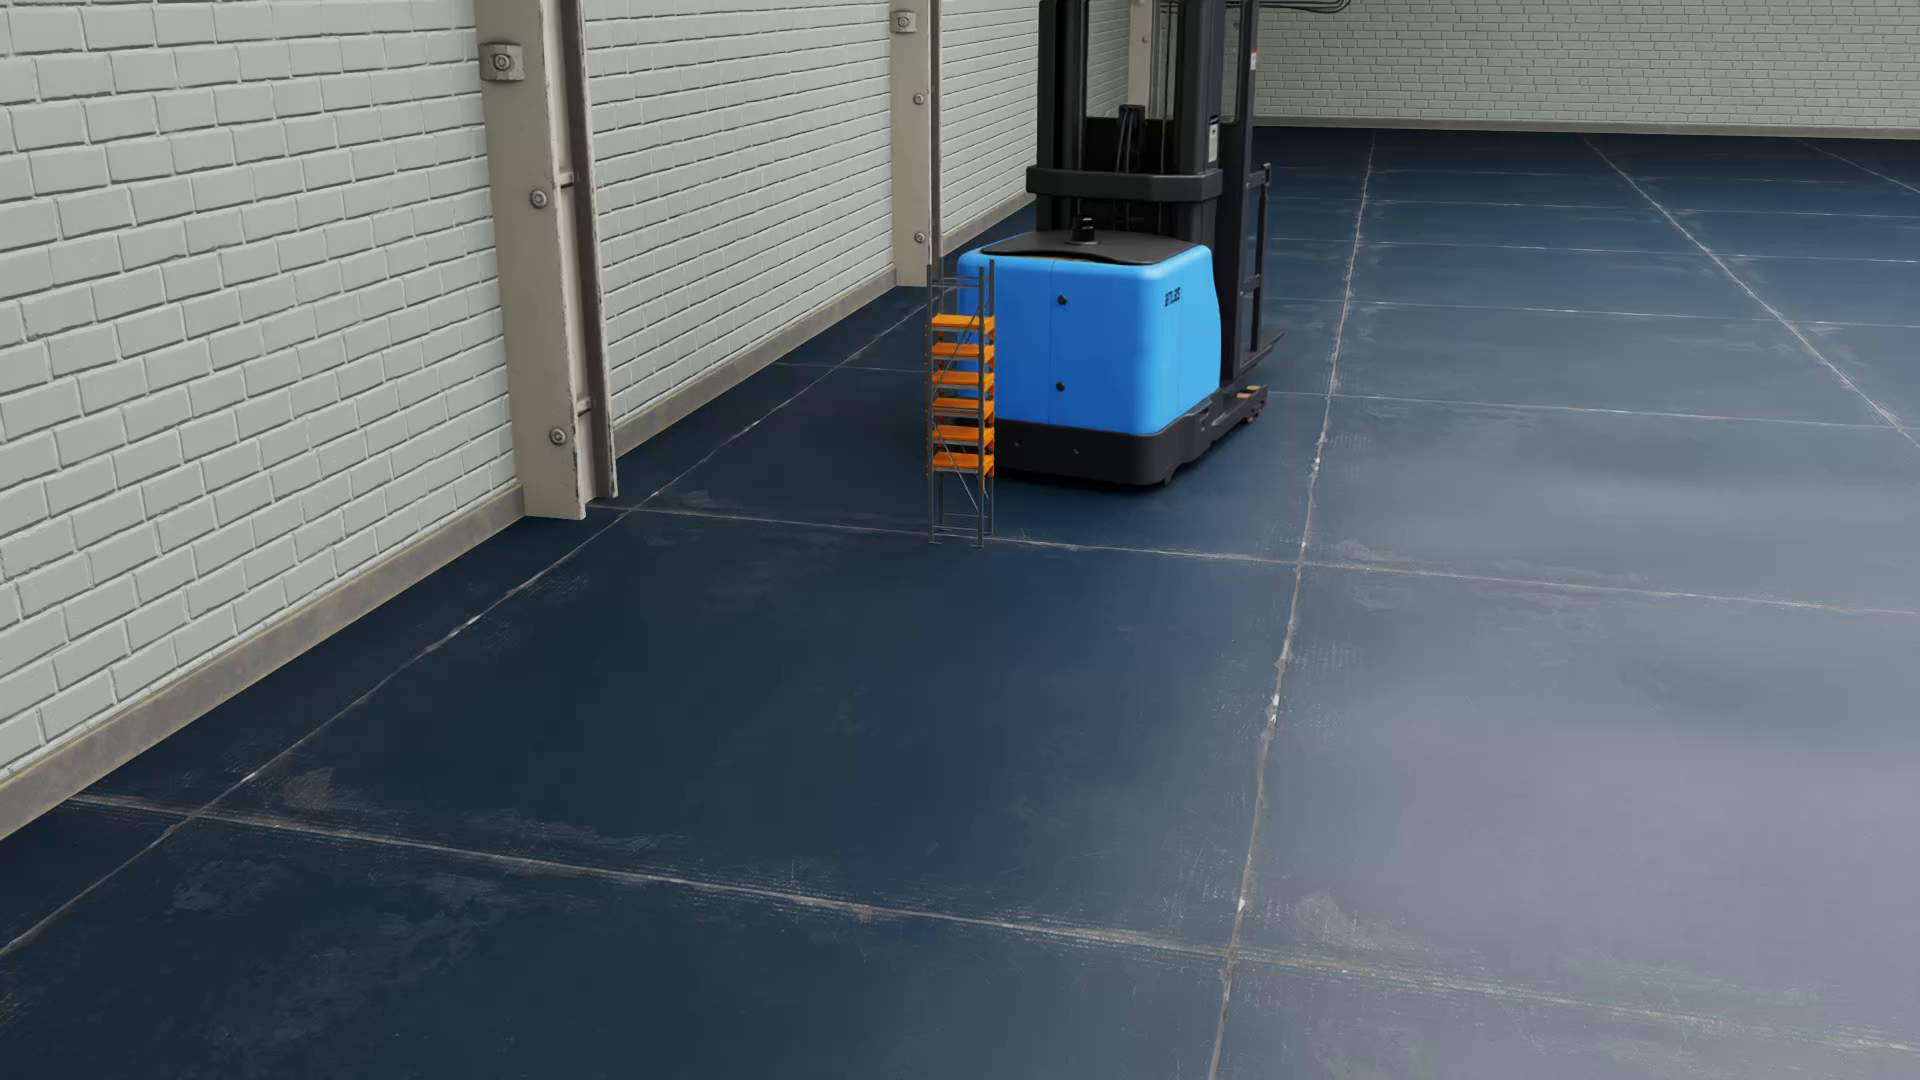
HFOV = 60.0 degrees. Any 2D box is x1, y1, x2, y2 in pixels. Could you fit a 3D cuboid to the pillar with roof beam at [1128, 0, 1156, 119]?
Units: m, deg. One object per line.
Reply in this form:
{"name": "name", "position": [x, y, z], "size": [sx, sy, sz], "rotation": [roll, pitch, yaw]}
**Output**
{"name": "pillar with roof beam", "position": [6.771, -9.724, 21.735], "size": [9.100, 9.000, 0.400], "rotation": [5, 19, 13]}

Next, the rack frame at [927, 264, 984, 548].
{"name": "rack frame", "position": [-0.019, -0.544, 6.923], "size": [0.240, 1.200, 0.006], "rotation": [5, 19, 13]}

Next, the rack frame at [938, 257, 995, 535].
{"name": "rack frame", "position": [0.026, -0.601, 7.091], "size": [0.240, 1.200, 0.006], "rotation": [5, 19, 13]}

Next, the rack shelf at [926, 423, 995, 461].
{"name": "rack shelf", "position": [0.004, -0.417, 7.060], "size": [0.258, 0.103, 0.180], "rotation": [5, 19, 13]}

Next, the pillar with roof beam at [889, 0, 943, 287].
{"name": "pillar with roof beam", "position": [3.839, -5.963, 10.723], "size": [9.100, 9.000, 0.400], "rotation": [5, 19, 13]}

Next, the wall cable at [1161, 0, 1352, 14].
{"name": "wall cable", "position": [4.599, -9.414, 25.630], "size": [3.097, 2.526, 0.112], "rotation": [5, 19, 13]}

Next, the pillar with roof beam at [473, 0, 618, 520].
{"name": "pillar with roof beam", "position": [2.373, -4.082, 5.218], "size": [9.100, 9.000, 0.400], "rotation": [5, 19, 13]}

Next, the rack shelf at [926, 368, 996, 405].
{"name": "rack shelf", "position": [0.004, -0.644, 6.982], "size": [0.258, 0.103, 0.180], "rotation": [5, 19, 13]}

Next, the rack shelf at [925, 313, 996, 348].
{"name": "rack shelf", "position": [0.004, -0.871, 6.905], "size": [0.258, 0.103, 0.180], "rotation": [5, 19, 13]}

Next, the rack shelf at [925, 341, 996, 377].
{"name": "rack shelf", "position": [0.004, -0.757, 6.944], "size": [0.258, 0.103, 0.180], "rotation": [5, 19, 13]}

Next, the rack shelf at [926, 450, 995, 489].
{"name": "rack shelf", "position": [0.004, -0.303, 7.099], "size": [0.258, 0.103, 0.180], "rotation": [5, 19, 13]}

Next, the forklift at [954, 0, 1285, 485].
{"name": "forklift", "position": [1.057, -2.075, 8.729], "size": [1.130, 2.935, 3.031], "rotation": [9, 21, 24]}

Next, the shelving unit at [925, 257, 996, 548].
{"name": "shelving unit", "position": [0.004, -0.572, 7.007], "size": [0.258, 1.200, 0.189], "rotation": [5, 19, 13]}

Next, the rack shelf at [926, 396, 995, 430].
{"name": "rack shelf", "position": [0.004, -0.530, 7.021], "size": [0.258, 0.103, 0.180], "rotation": [5, 19, 13]}
